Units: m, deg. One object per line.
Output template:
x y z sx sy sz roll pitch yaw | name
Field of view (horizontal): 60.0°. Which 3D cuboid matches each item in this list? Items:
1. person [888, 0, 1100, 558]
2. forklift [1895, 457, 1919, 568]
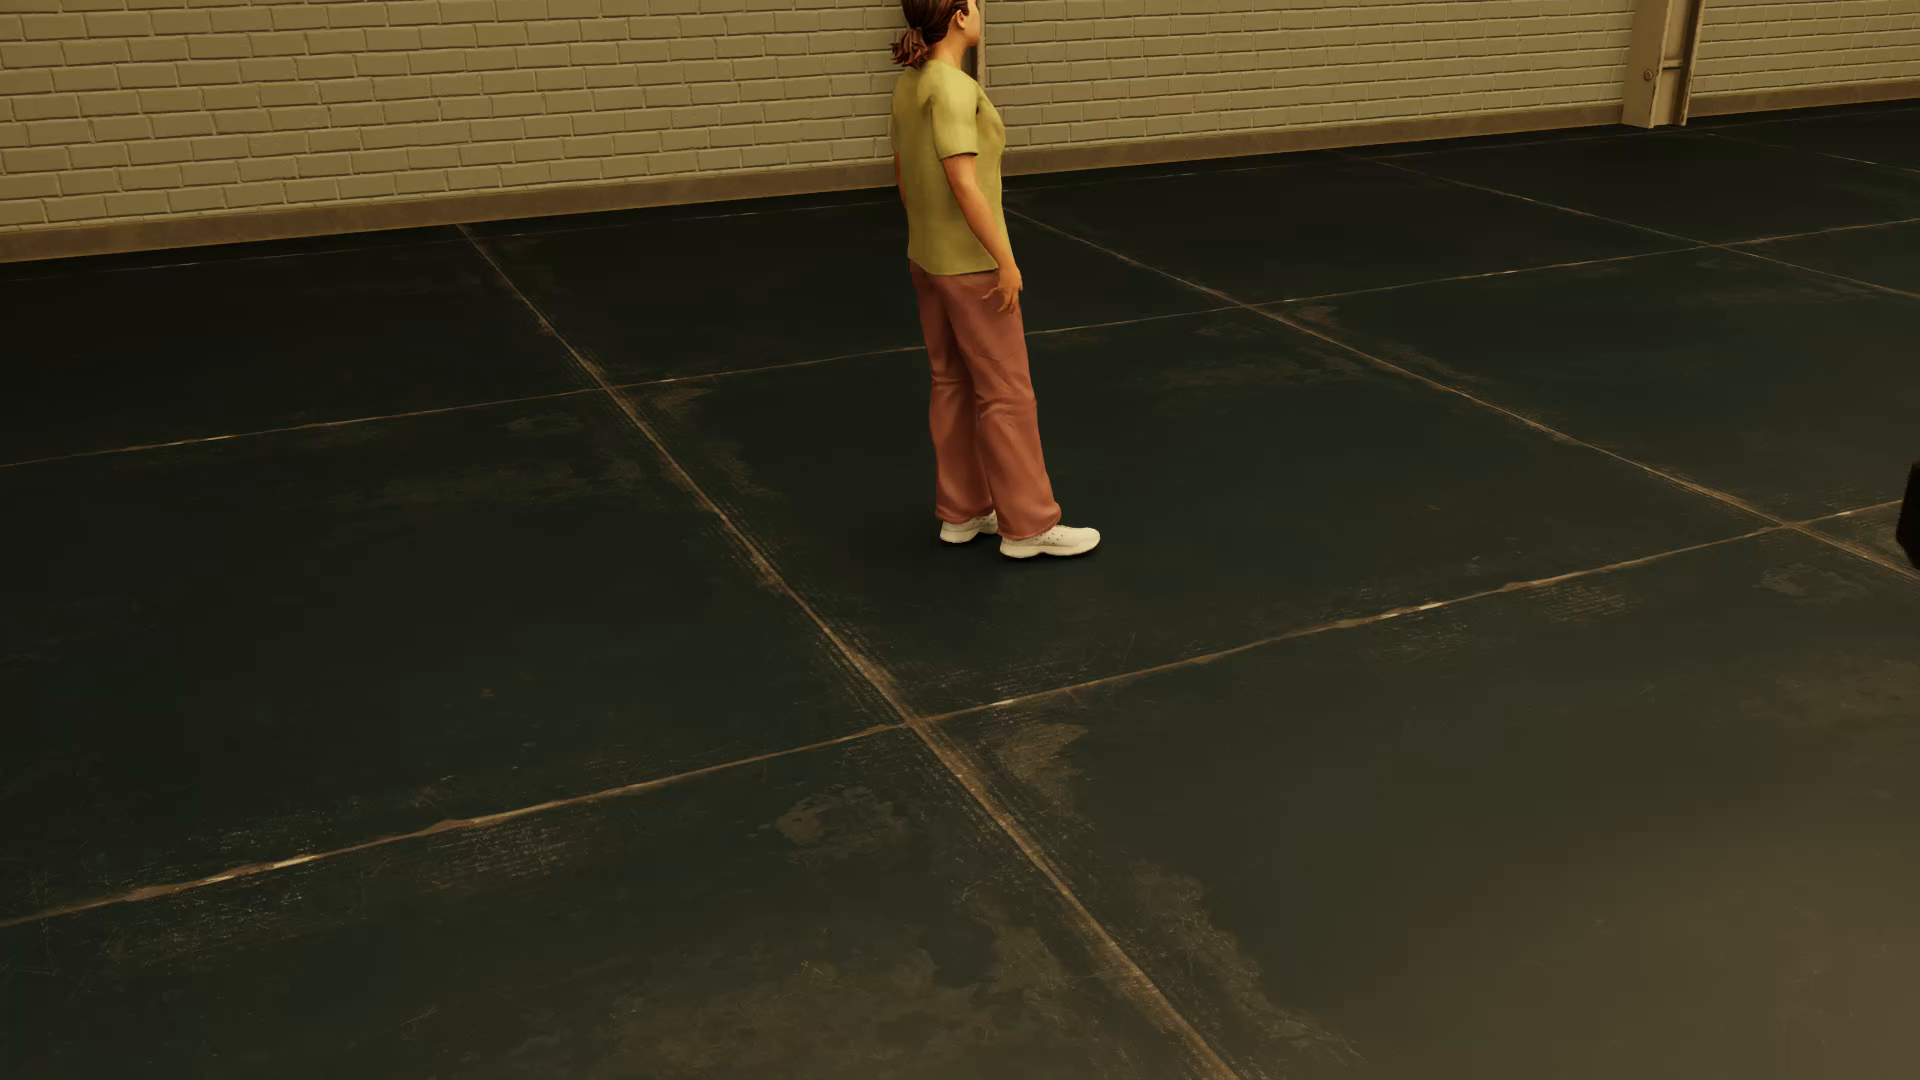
0.072 -0.789 4.801 0.549 1.675 0.553 -10 25 -23 | person
4.168 -1.010 3.718 3.031 2.935 1.130 5 23 11 | forklift
